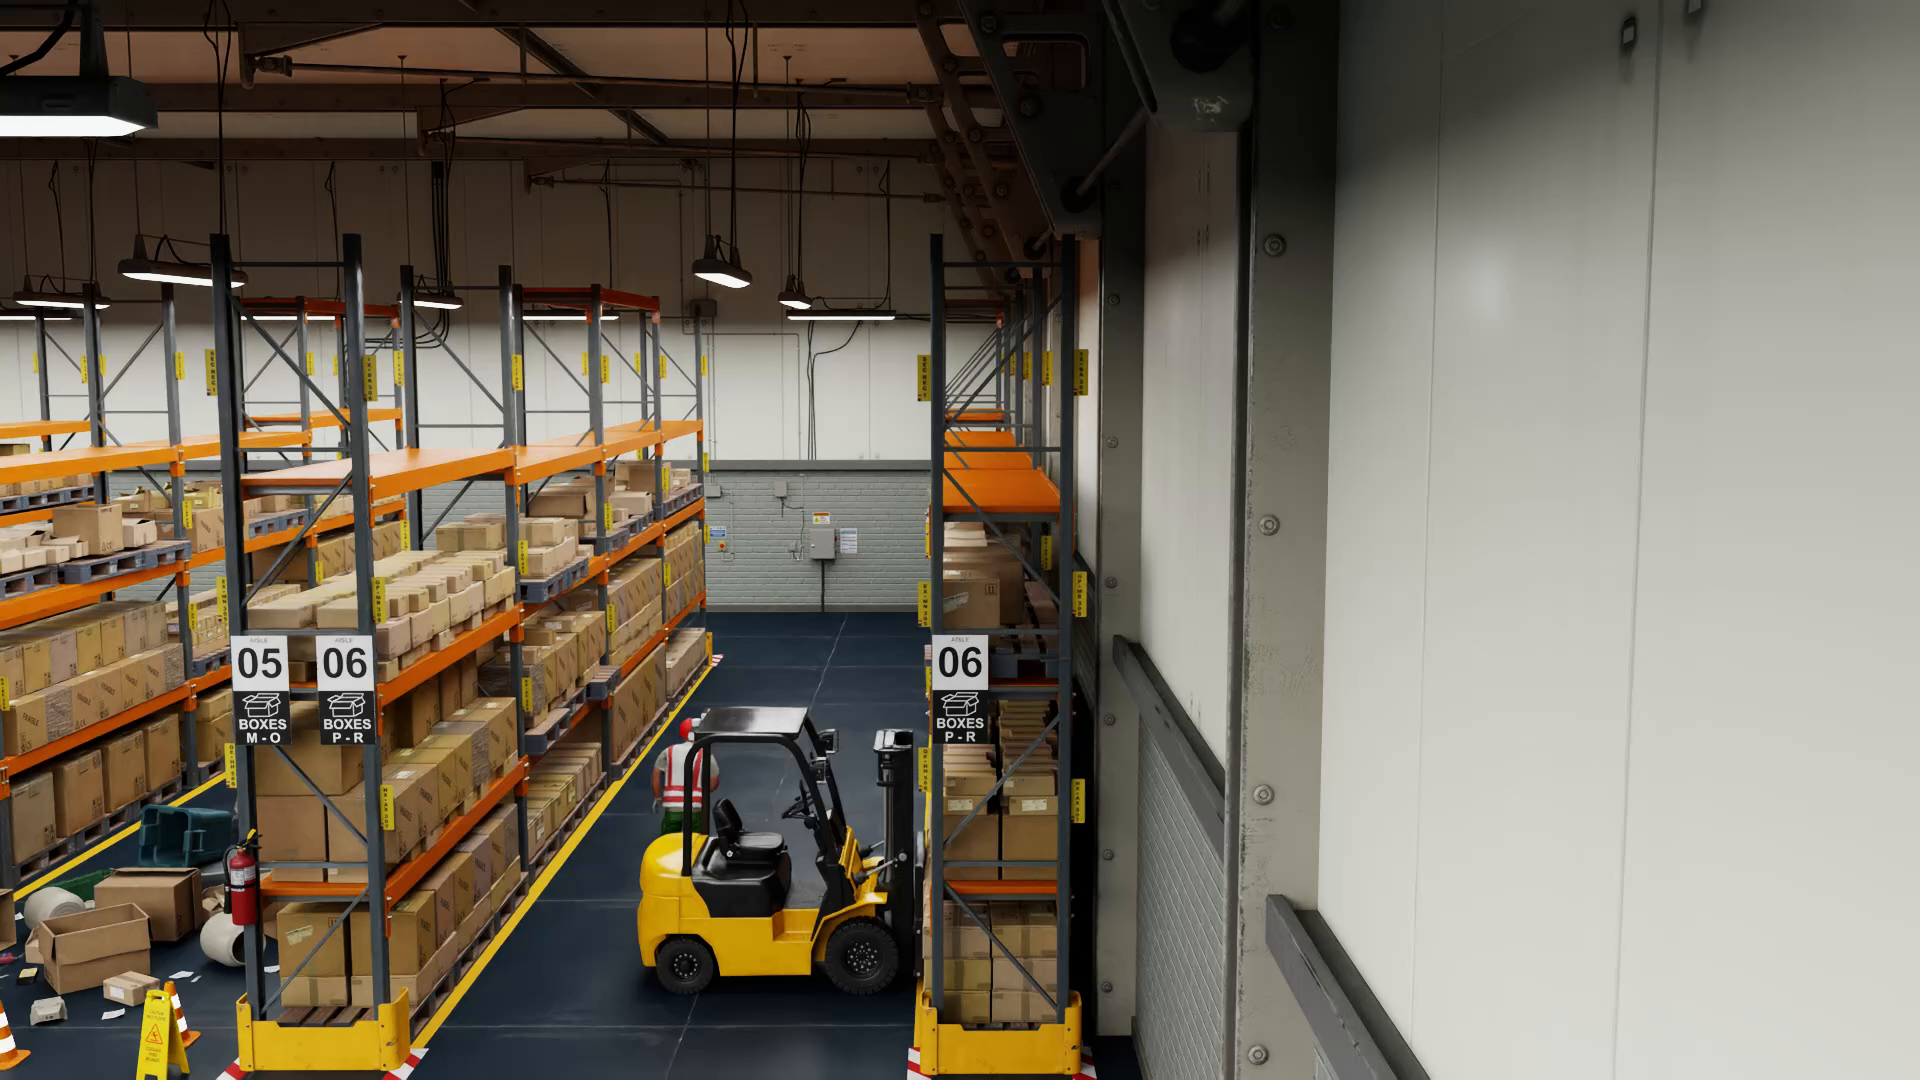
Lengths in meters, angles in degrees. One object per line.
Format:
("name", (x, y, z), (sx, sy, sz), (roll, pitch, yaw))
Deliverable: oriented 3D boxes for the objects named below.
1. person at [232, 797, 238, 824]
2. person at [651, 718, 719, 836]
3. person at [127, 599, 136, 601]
("person", (-7.679, 2.275, 18.322), (0.630, 1.760, 0.722), (0, 6, 1))
("person", (-2.647, 2.572, 16.017), (0.656, 1.684, 0.780), (0, 6, 0))
("person", (-12.125, 1.659, 24.404), (0.524, 1.582, 1.021), (0, 6, 0))
